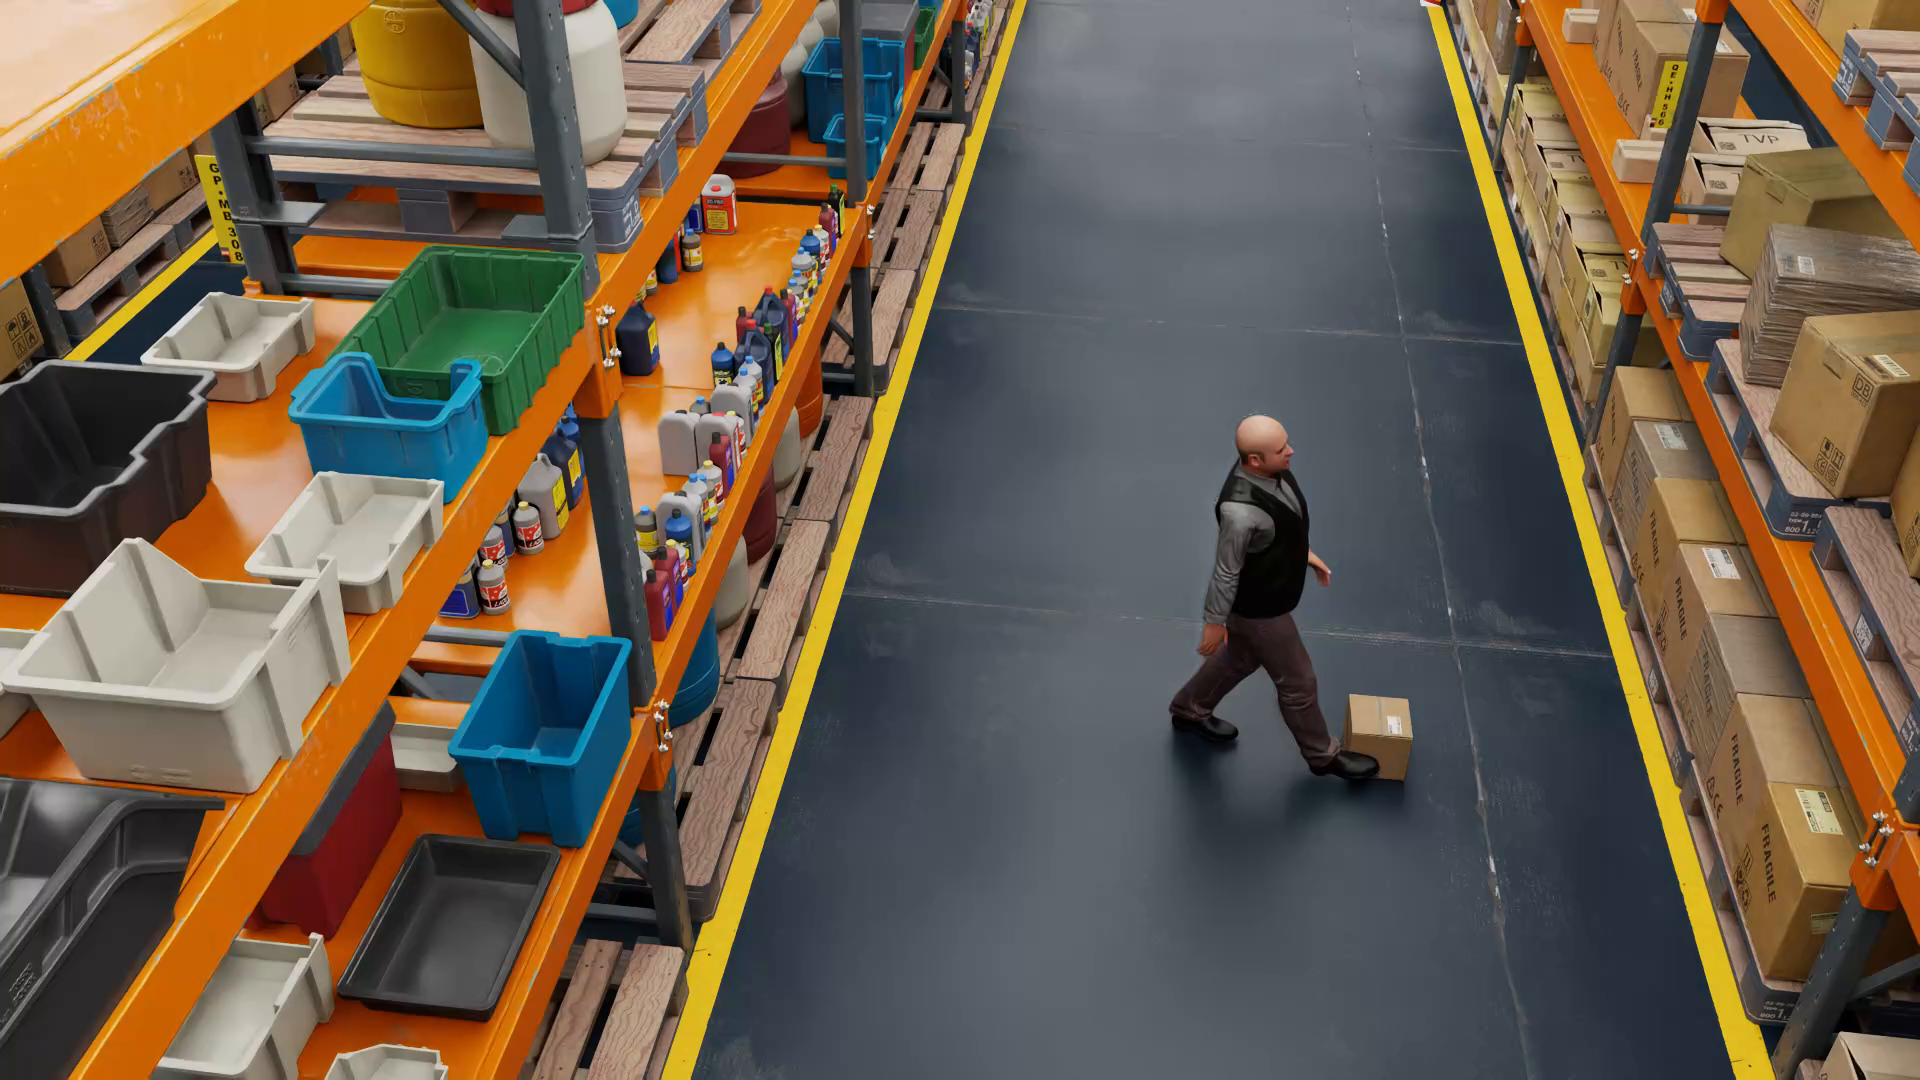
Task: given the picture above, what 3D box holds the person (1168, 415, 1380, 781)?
[{"bbox_3d":[1.353,0.231,6.759,0.925,1.679,0.584,9,37,12],"label":"person"}]
